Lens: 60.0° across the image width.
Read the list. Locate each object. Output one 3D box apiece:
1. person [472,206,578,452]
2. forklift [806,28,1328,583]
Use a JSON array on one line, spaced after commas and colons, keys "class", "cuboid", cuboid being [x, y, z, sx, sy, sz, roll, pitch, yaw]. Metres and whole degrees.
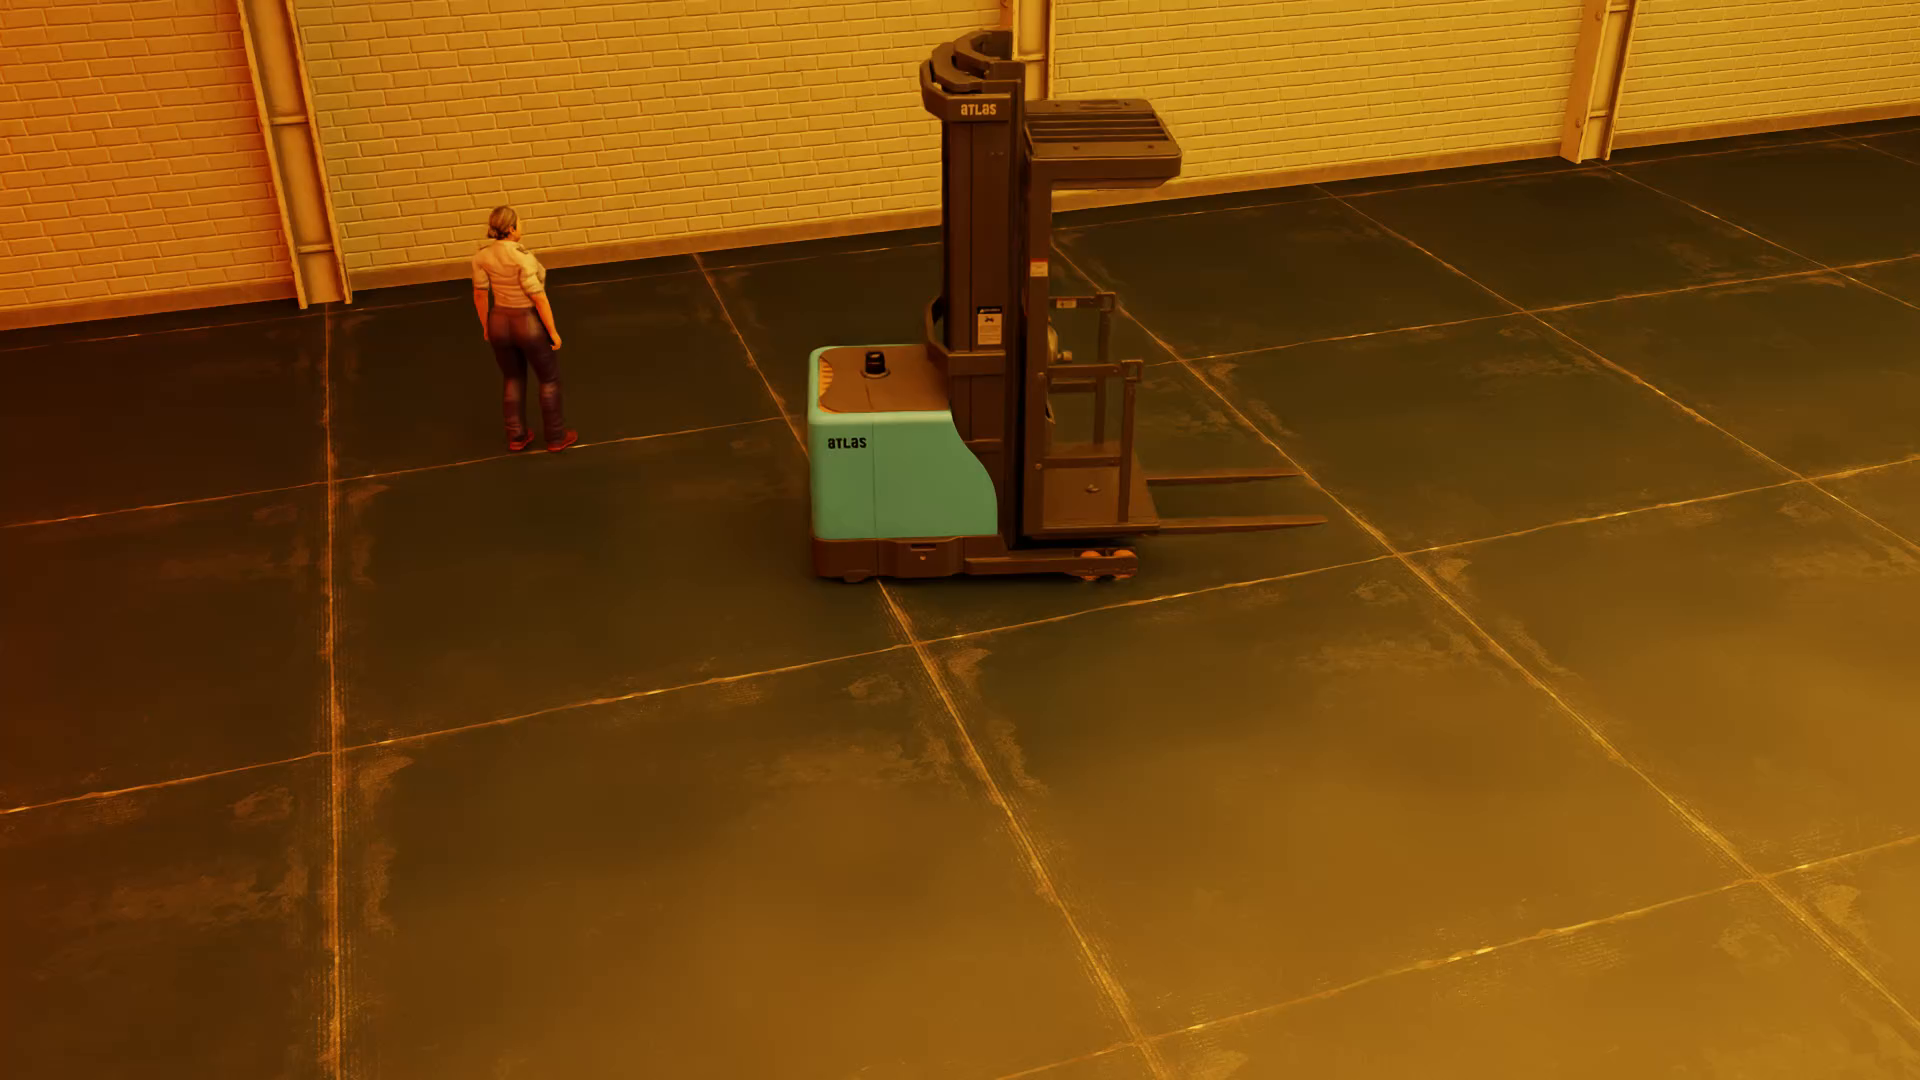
[{"class": "person", "cuboid": [-2.817, -1.352, 10.742, 0.549, 1.637, 0.379, 7, 31, 13]}, {"class": "forklift", "cuboid": [0.630, -1.301, 9.349, 3.031, 2.935, 1.130, -2, 30, -3]}]
